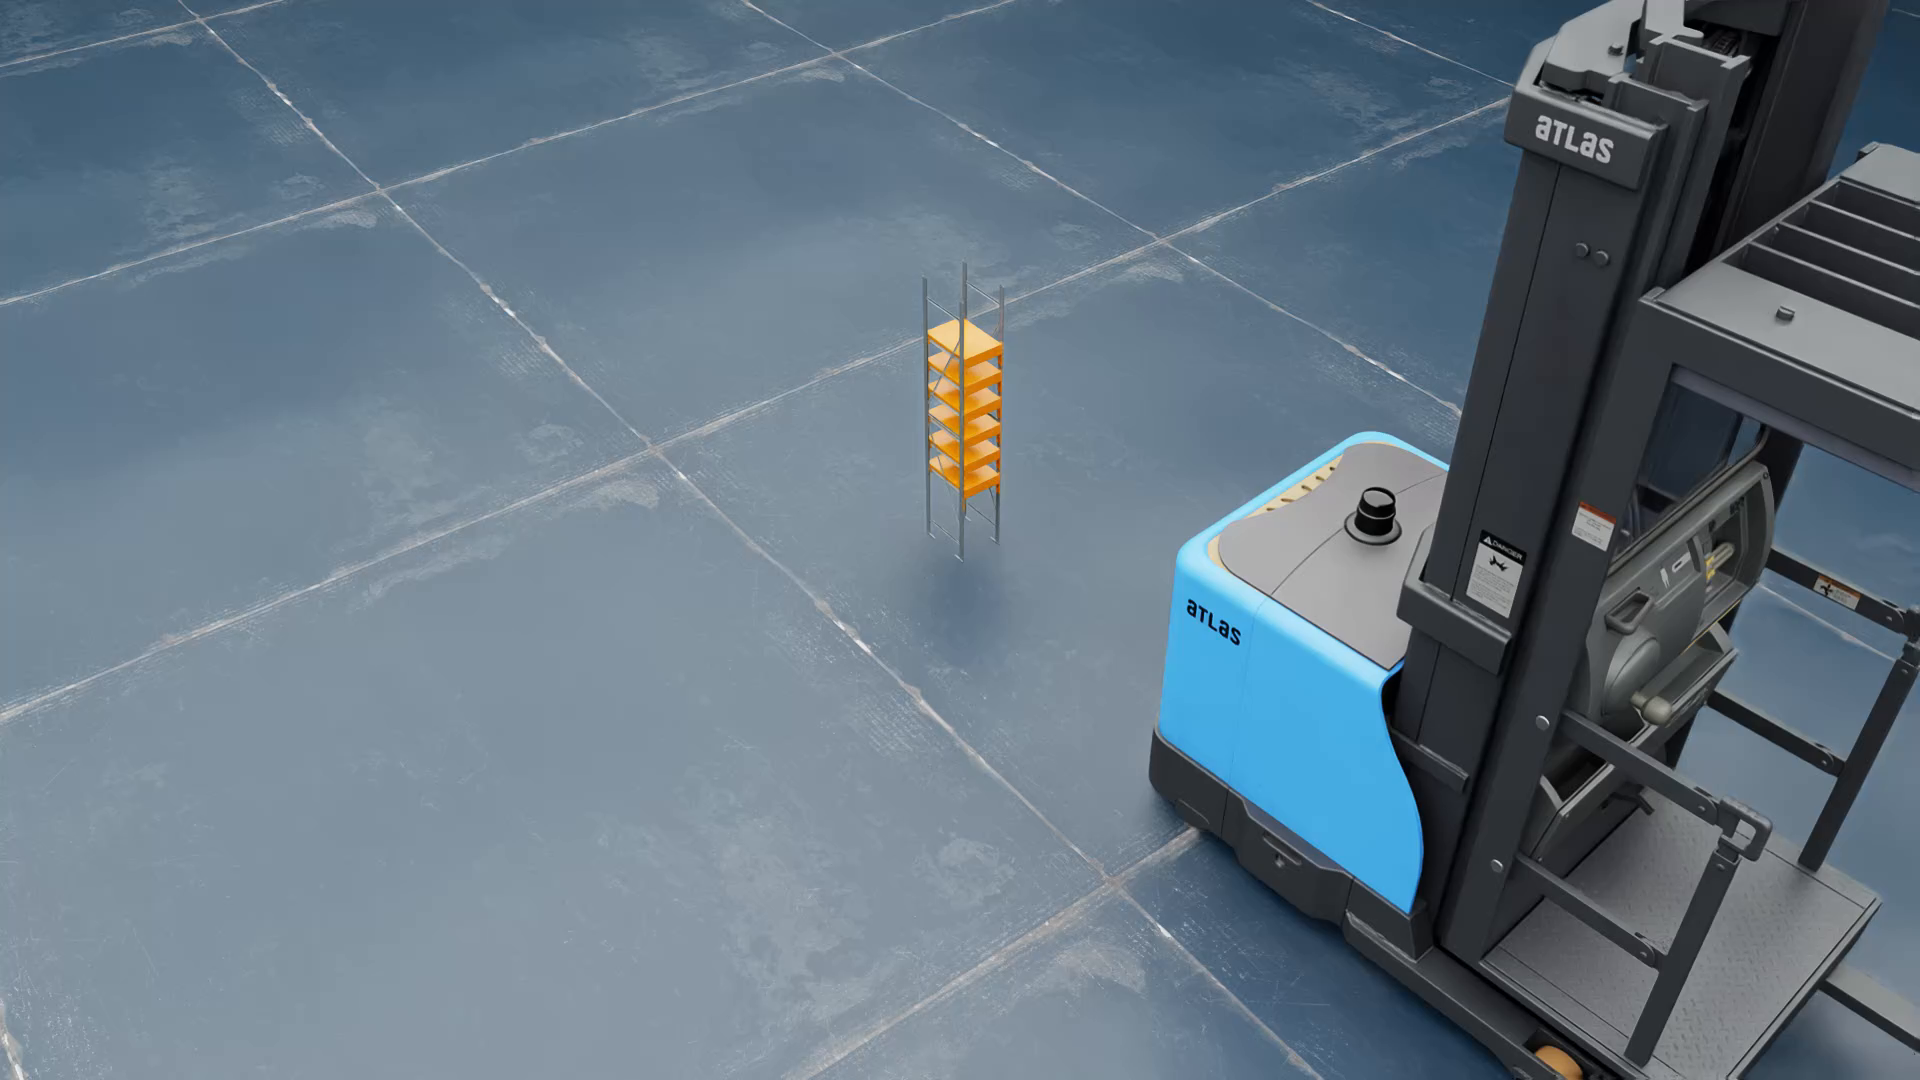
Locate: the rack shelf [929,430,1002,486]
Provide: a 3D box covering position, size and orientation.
[{"bbox_3d":[0.011,-0.342,6.481,0.180,0.103,0.258,-26,46,-28],"label":"rack shelf"}]

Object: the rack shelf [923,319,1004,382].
[{"bbox_3d":[0.011,-0.713,6.176,0.180,0.103,0.258,-26,46,-28],"label":"rack shelf"}]

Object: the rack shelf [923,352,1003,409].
[{"bbox_3d":[0.011,-0.621,6.252,0.180,0.103,0.258,-26,46,-28],"label":"rack shelf"}]

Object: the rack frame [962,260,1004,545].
[{"bbox_3d":[0.084,-0.505,6.419,0.006,1.200,0.240,-26,46,-28],"label":"rack frame"}]

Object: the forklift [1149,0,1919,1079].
[{"bbox_3d":[2.007,0.207,4.187,1.130,2.935,3.031,-30,48,-31],"label":"forklift"}]

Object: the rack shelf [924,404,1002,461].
[{"bbox_3d":[0.011,-0.435,6.404,0.180,0.103,0.258,-26,46,-28],"label":"rack shelf"}]

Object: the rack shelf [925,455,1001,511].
[{"bbox_3d":[0.011,-0.250,6.557,0.180,0.103,0.258,-26,46,-28],"label":"rack shelf"}]

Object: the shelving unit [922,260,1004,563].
[{"bbox_3d":[0.011,-0.469,6.376,0.189,1.200,0.258,-26,46,-28],"label":"shelving unit"}]

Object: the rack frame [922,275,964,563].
[{"bbox_3d":[-0.061,-0.434,6.333,0.006,1.200,0.240,-26,46,-28],"label":"rack frame"}]

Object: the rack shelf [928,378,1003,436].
[{"bbox_3d":[0.011,-0.528,6.328,0.180,0.103,0.258,-26,46,-28],"label":"rack shelf"}]
